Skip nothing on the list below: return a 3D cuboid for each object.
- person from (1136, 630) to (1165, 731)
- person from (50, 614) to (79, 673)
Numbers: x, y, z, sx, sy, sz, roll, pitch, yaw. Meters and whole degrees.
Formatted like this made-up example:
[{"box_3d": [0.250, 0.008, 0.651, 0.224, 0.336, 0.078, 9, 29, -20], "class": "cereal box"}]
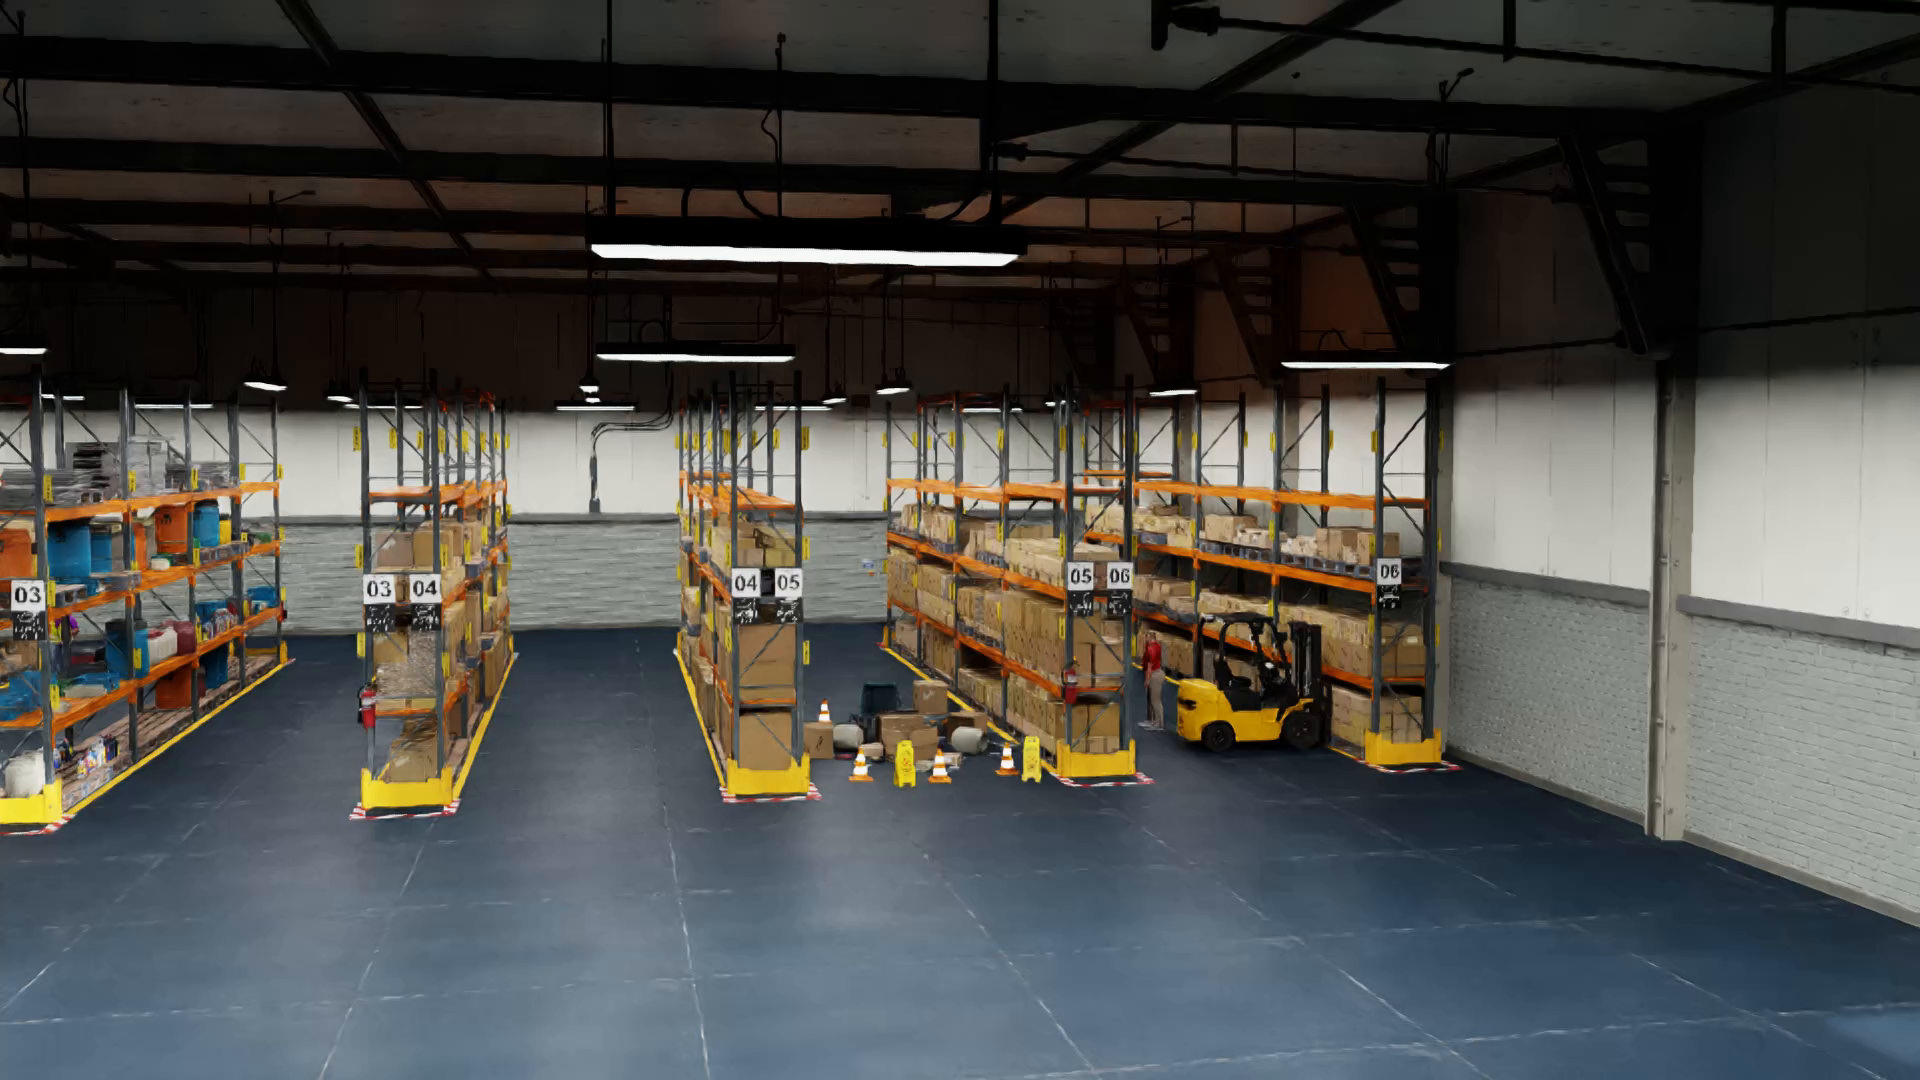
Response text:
[{"box_3d": [3.303, 2.411, 28.794, 0.543, 1.727, 0.633, 1, 4, 19], "class": "person"}, {"box_3d": [-18.595, 2.106, 34.358, 0.736, 1.696, 0.858, -1, 4, -17], "class": "person"}]
